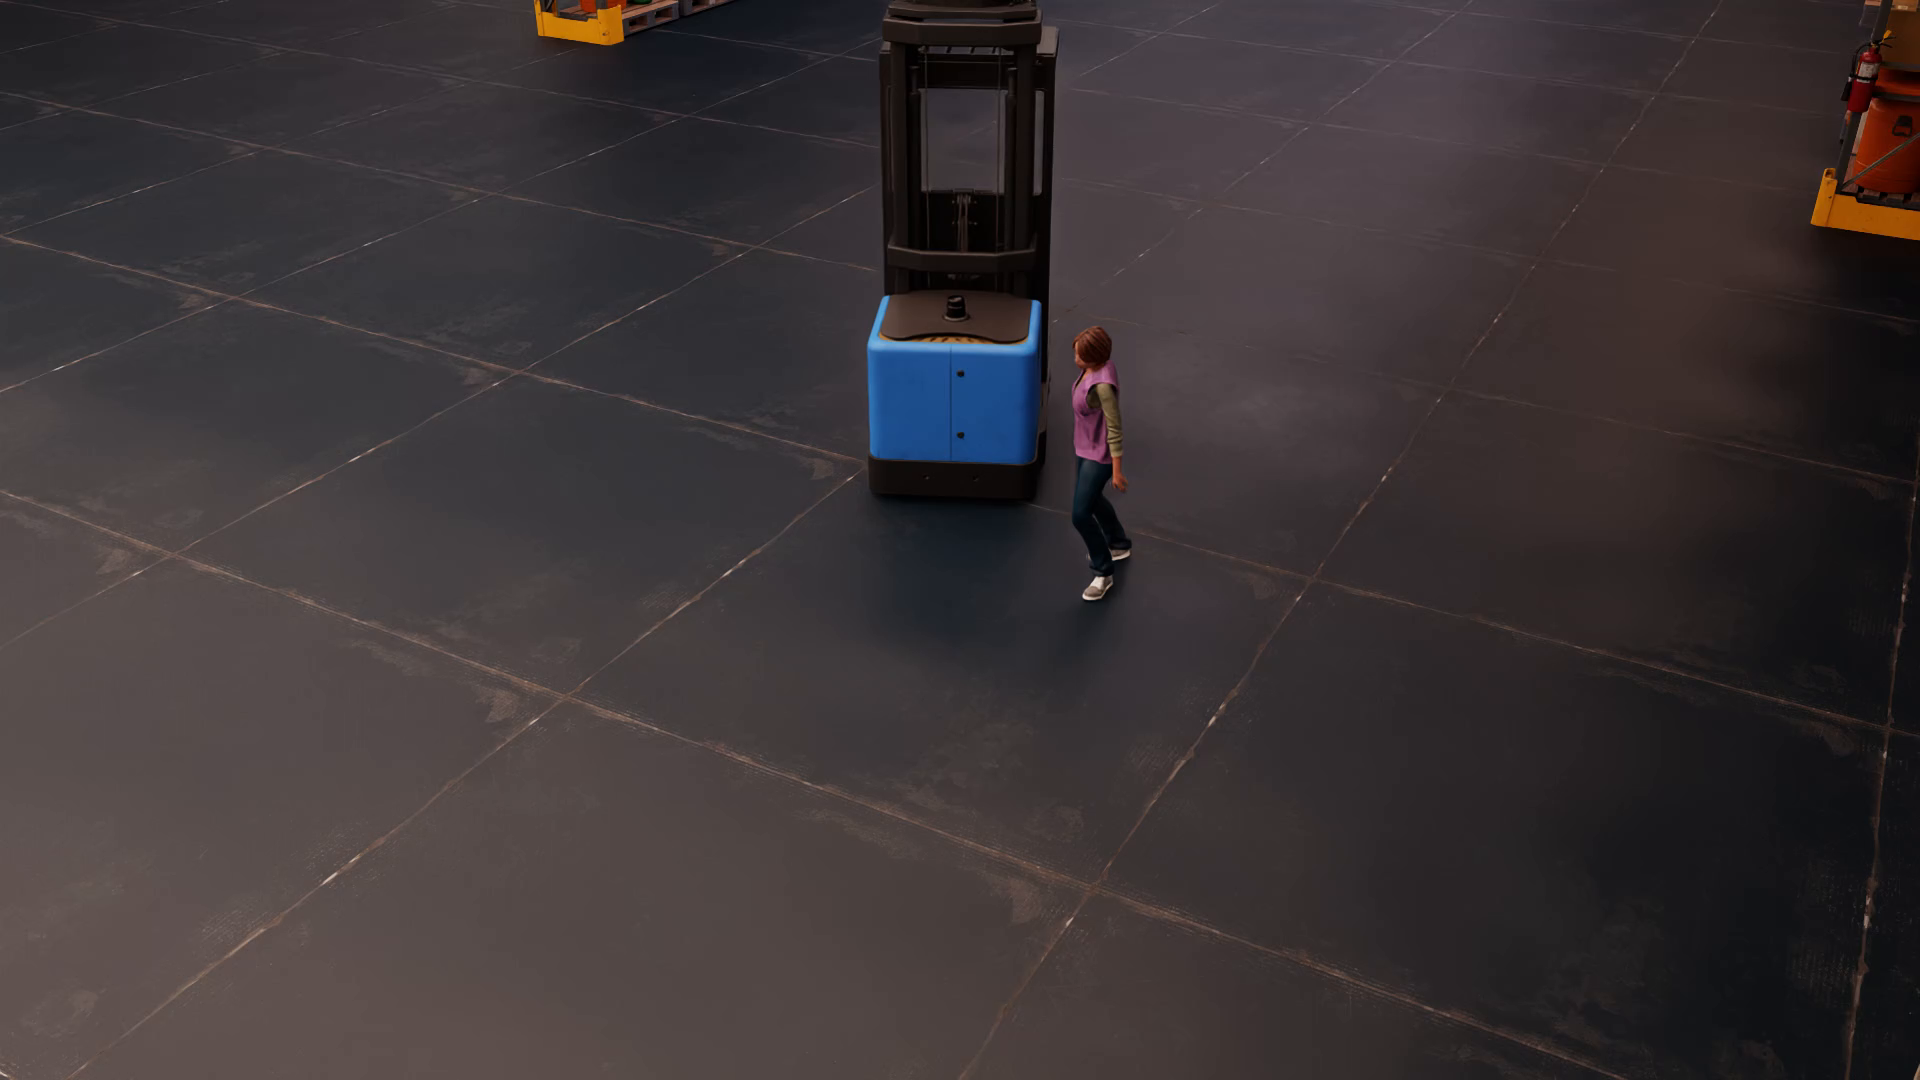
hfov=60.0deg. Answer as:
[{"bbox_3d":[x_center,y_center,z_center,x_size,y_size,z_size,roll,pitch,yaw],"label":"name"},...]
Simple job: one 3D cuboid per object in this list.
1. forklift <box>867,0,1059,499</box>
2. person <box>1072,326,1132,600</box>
[{"bbox_3d":[0.065,-2.231,10.936,1.130,2.935,3.031,2,30,4],"label":"forklift"},{"bbox_3d":[0.805,-0.481,9.333,0.408,1.555,0.744,0,30,0],"label":"person"}]
